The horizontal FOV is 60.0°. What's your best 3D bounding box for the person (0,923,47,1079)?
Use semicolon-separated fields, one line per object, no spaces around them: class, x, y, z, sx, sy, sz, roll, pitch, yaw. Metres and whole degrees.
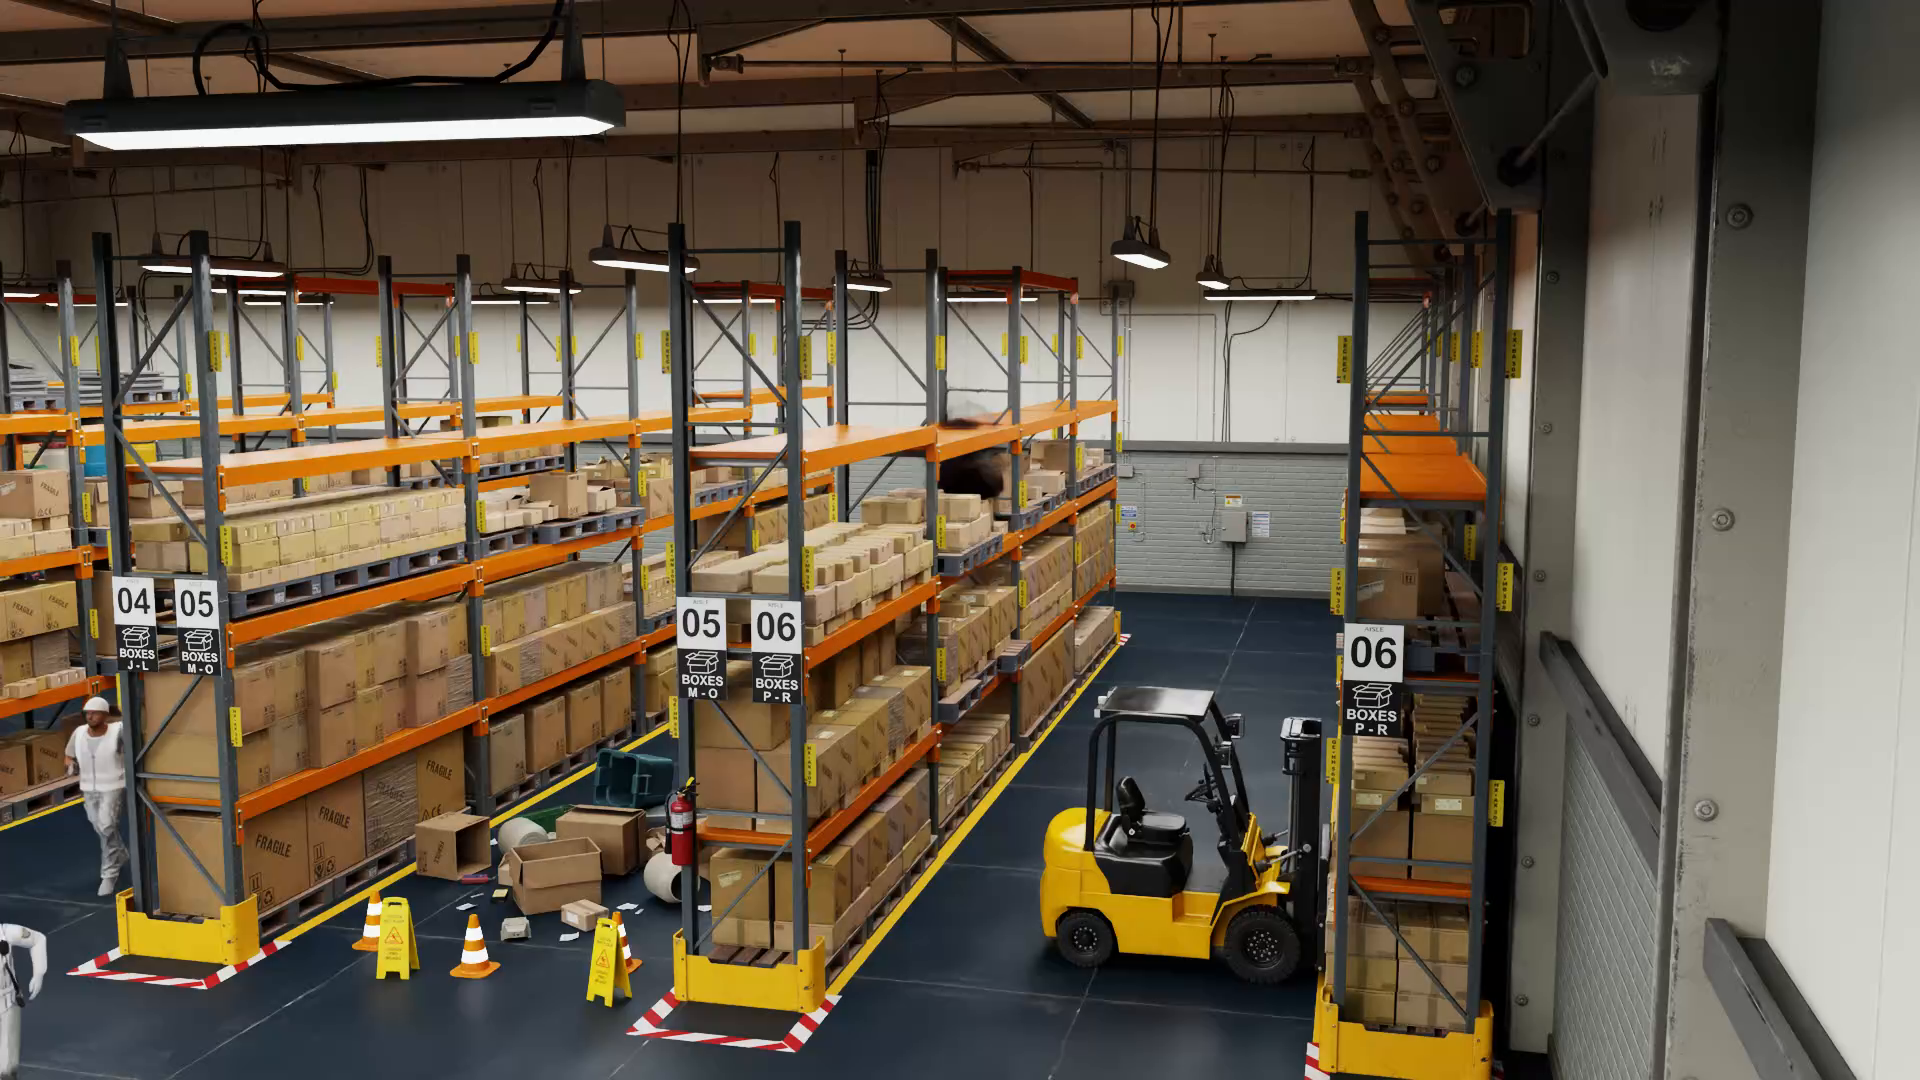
person;-6.211;3.026;10.673;0.619;1.653;0.815;-3;8;-24

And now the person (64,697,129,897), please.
person;-8.058;2.385;15.688;0.707;1.859;0.784;0;7;3
